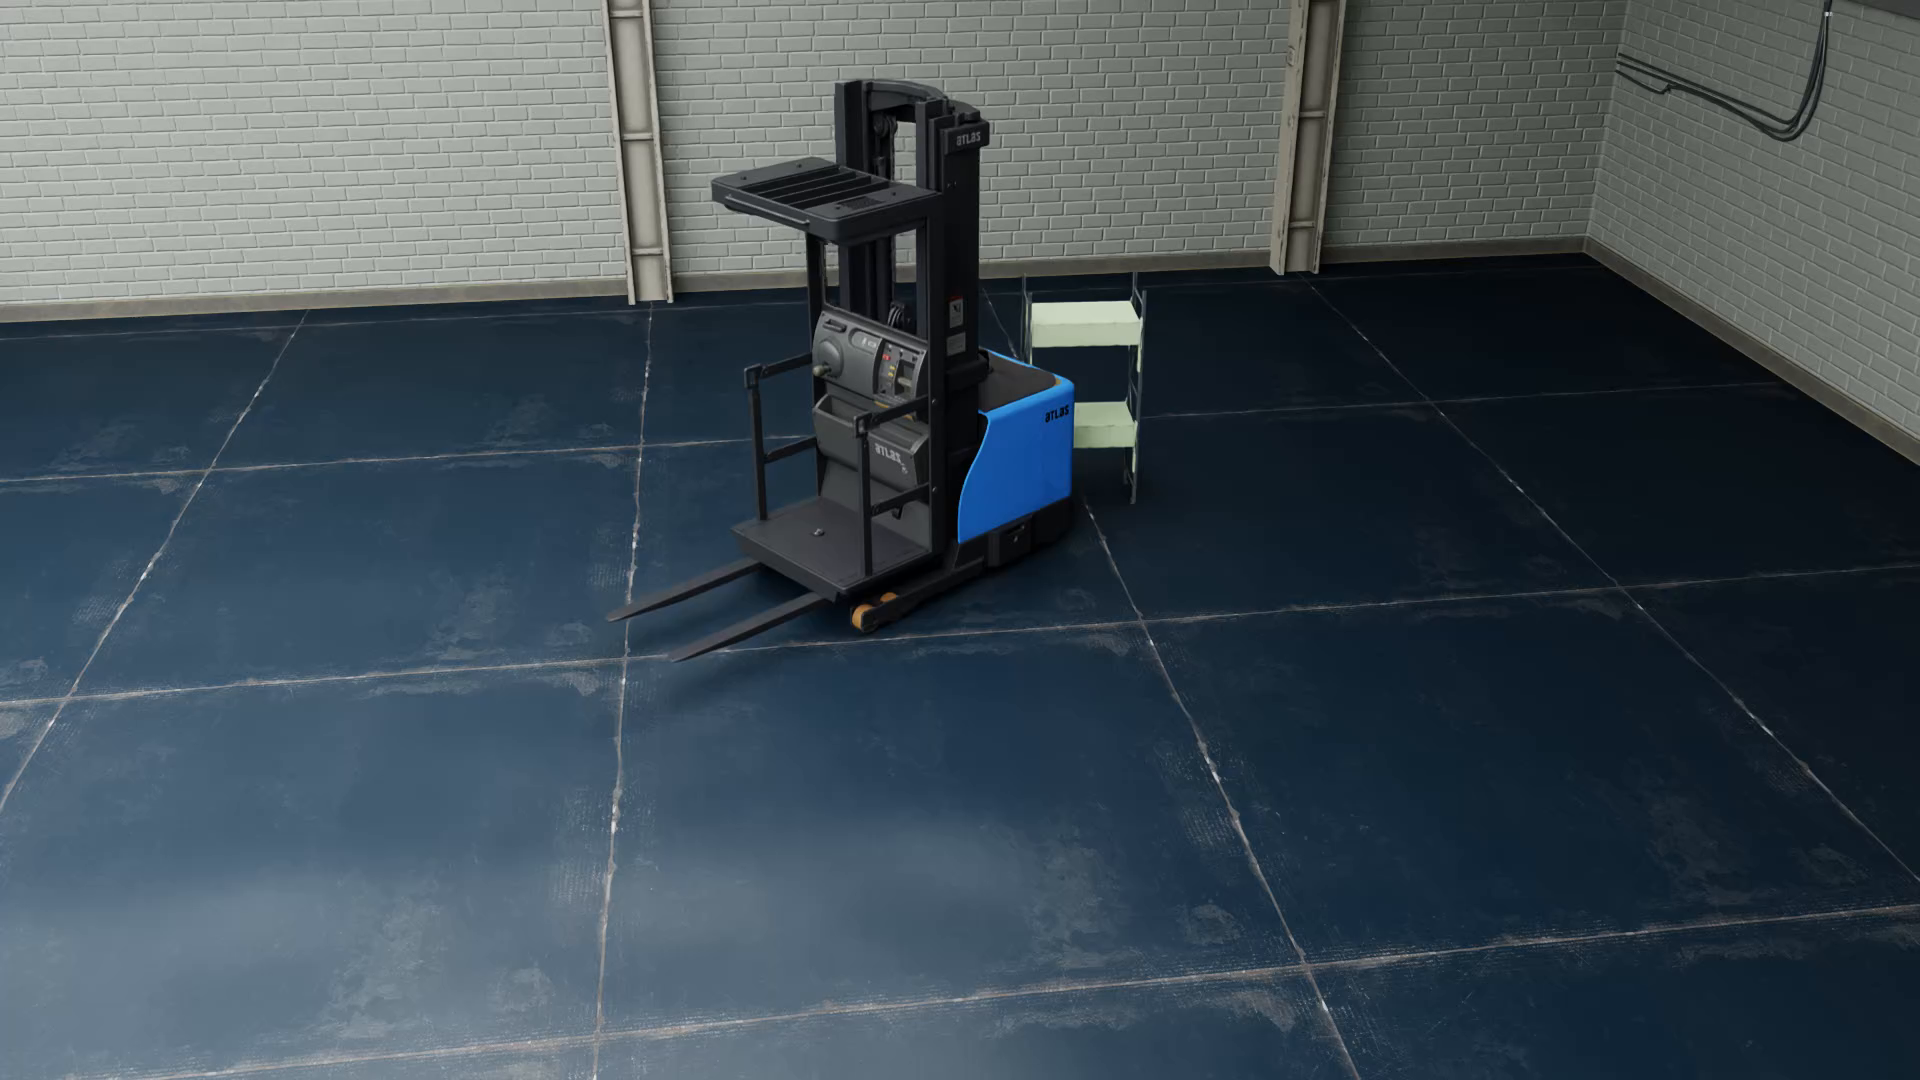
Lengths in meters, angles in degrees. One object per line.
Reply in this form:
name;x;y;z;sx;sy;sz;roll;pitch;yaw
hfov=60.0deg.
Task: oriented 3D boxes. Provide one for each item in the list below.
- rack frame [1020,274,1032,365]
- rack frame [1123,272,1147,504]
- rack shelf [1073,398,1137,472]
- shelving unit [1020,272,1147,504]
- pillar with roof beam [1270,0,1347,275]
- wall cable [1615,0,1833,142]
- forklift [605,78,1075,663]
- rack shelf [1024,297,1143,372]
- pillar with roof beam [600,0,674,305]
rack frame;0.429;-0.977;11.012;0.023;1.500;0.400;-2;27;-4
rack frame;1.159;-1.000;11.056;0.023;1.500;0.400;-2;27;-4
rack shelf;0.794;-0.699;11.183;0.720;0.370;0.431;-2;27;-4
shelving unit;0.794;-0.989;11.034;0.755;1.500;0.431;-2;27;-4
pillar with roof beam;3.761;-4.624;9.904;0.400;9.000;9.100;-4;27;-7
wall cable;6.263;-4.778;13.606;0.112;2.526;3.097;-4;27;-7
forklift;-0.684;-1.033;9.552;3.031;2.935;1.130;-23;35;-38
rack shelf;0.794;-1.336;10.856;0.720;0.370;0.431;-2;27;-4
pillar with roof beam;-2.181;-4.242;9.160;0.400;9.000;9.100;-4;27;-7
